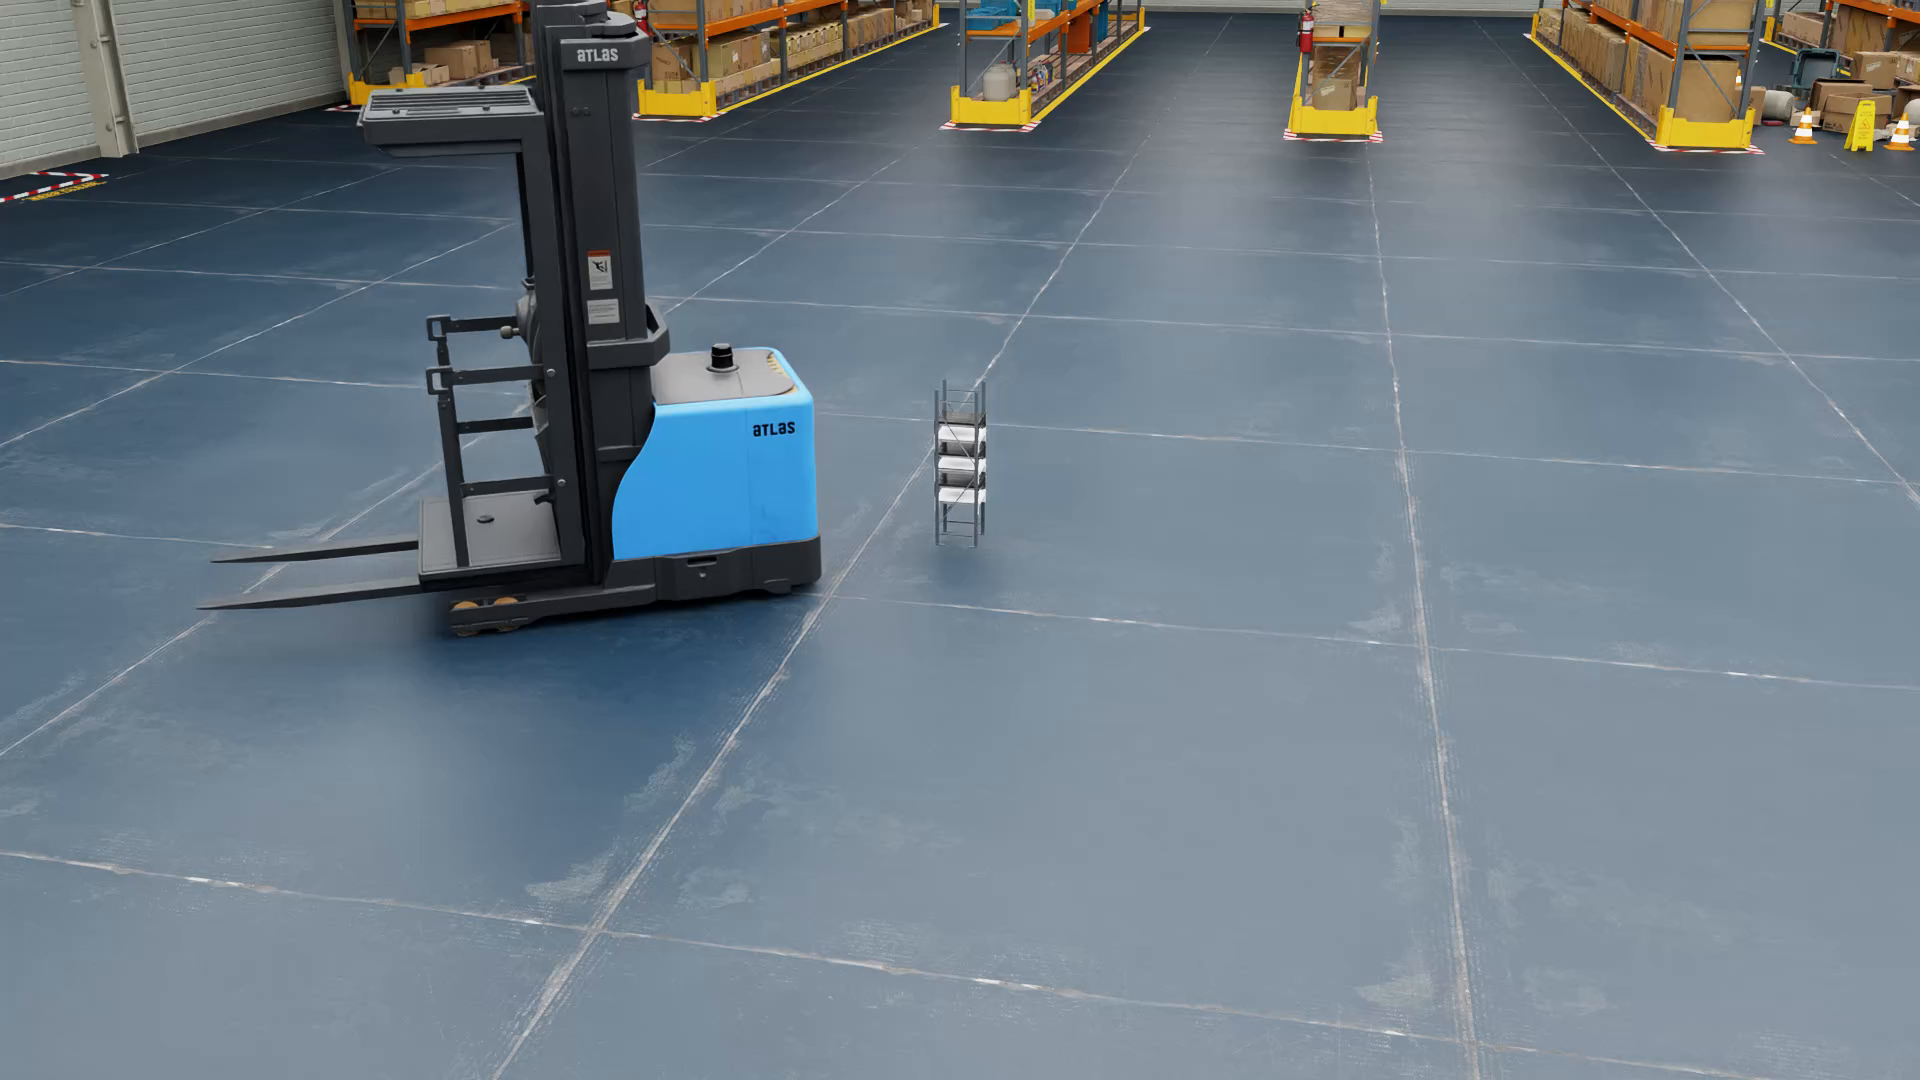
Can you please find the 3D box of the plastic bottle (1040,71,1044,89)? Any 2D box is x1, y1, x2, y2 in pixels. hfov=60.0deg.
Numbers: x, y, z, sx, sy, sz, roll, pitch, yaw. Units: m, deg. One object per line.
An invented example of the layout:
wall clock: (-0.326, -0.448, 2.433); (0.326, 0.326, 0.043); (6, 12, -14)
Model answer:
plastic bottle: (1.300, -7.426, 26.840); (0.097, 0.271, 0.097); (0, 22, 0)

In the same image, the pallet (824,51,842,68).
pallet: (-2.929, -9.325, 32.225); (1.003, 0.211, 1.213); (4, 22, 11)

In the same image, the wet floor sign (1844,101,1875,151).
wet floor sign: (12.110, -5.566, 22.309); (0.267, 0.644, 0.232); (1, 22, 2)

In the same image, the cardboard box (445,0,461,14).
cardboard box: (-8.593, -8.838, 27.457); (0.500, 0.250, 0.500); (4, 22, 10)

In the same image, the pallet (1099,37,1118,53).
pallet: (2.744, -10.428, 34.964); (1.003, 0.211, 1.213); (4, 22, 11)

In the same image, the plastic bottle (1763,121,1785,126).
plastic bottle: (12.019, -6.152, 24.547); (0.283, 0.061, 0.133); (-3, 22, -8)

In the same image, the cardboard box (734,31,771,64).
cardboard box: (-3.533, -8.353, 28.193); (0.500, 0.500, 0.500); (4, 22, 11)

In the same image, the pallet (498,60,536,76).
pallet: (-8.232, -8.821, 30.974); (1.003, 0.211, 1.213); (4, 22, 11)

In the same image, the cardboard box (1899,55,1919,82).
cardboard box: (16.408, -7.904, 27.920); (0.950, 0.372, 0.625); (4, 22, 10)

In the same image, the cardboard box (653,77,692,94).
cardboard box: (-4.535, -7.129, 26.158); (0.500, 0.250, 0.500); (4, 22, 11)

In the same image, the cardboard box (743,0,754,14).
cardboard box: (-3.831, -8.961, 27.454); (0.700, 0.500, 0.500); (5, 22, 12)

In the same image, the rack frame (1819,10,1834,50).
rack frame: (17.492, -10.868, 32.322); (1.000, 3.000, 0.127); (4, 22, 11)

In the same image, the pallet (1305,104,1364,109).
pallet: (5.558, -6.263, 24.622); (1.003, 0.211, 1.213); (4, 22, 11)

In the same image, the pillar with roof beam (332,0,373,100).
pillar with roof beam: (-5.695, -11.144, 24.978); (9.100, 9.000, 0.400); (4, 22, 11)

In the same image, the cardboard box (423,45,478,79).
cardboard box: (-8.661, -8.131, 28.284); (0.700, 0.500, 0.500); (3, 22, 8)

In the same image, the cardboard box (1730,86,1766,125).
cardboard box: (11.681, -6.478, 24.766); (0.500, 0.500, 0.500); (8, 23, 20)

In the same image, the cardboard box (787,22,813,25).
cardboard box: (-3.117, -9.927, 32.355); (0.500, 0.311, 0.500); (5, 23, 13)

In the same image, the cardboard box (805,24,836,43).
cardboard box: (-2.688, -9.695, 31.779); (0.500, 0.311, 0.500); (4, 22, 10)

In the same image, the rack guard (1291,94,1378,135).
rack guard: (5.358, -6.103, 23.837); (1.175, 0.500, 0.348); (4, 22, 11)

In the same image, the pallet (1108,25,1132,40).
pallet: (3.301, -11.427, 37.443); (1.003, 0.211, 1.213); (4, 22, 11)

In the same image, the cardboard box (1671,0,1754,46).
cardboard box: (10.209, -7.028, 22.588); (0.875, 0.550, 0.550); (4, 22, 11)

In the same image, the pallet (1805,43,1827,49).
pallet: (17.724, -9.846, 33.519); (1.003, 0.211, 1.213); (4, 22, 11)

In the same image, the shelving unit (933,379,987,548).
shelving unit: (0.002, -0.420, 9.193); (0.258, 0.900, 0.210); (4, 22, 11)

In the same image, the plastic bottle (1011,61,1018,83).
plastic bottle: (0.880, -7.776, 27.602); (0.144, 0.351, 0.185); (4, 22, 11)

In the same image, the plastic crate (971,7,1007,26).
plastic crate: (0.441, -7.986, 25.366); (0.499, 0.251, 0.408); (4, 22, 11)

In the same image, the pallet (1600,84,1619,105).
pallet: (11.077, -7.277, 27.139); (1.003, 0.211, 1.213); (4, 22, 11)

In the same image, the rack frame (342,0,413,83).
rack frame: (-9.205, -8.367, 26.114); (1.000, 3.000, 0.127); (4, 22, 11)

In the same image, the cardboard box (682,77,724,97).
cardboard box: (-4.028, -7.089, 26.060); (0.500, 0.250, 0.500); (4, 22, 11)

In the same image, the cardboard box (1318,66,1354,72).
cardboard box: (5.721, -6.945, 25.368); (0.500, 0.500, 0.500); (7, 23, 16)

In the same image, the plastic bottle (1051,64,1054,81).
plastic bottle: (1.534, -7.818, 27.797); (0.061, 0.283, 0.133); (6, 23, 14)

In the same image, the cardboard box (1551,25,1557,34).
cardboard box: (12.459, -10.557, 34.407); (0.380, 0.149, 0.250); (4, 22, 9)

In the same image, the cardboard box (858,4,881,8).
cardboard box: (-2.068, -11.654, 37.032); (0.500, 0.500, 0.500); (4, 22, 11)

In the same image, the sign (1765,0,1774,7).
sign: (10.719, -7.213, 21.984); (0.100, 0.325, 0.005); (4, 22, 11)

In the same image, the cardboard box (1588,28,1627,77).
cardboard box: (11.422, -8.360, 28.547); (1.050, 0.750, 0.750); (5, 22, 12)

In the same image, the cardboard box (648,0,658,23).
cardboard box: (-6.940, -11.380, 35.911); (0.750, 0.750, 0.750); (5, 23, 13)

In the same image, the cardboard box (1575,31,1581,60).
cardboard box: (11.798, -9.231, 31.042); (0.500, 0.500, 0.500); (5, 23, 13)

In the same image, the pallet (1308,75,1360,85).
pallet: (6.316, -7.689, 28.162); (1.003, 0.211, 1.213); (4, 22, 11)

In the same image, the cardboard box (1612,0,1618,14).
cardboard box: (11.044, -8.909, 27.326); (0.500, 0.500, 0.500); (5, 22, 11)

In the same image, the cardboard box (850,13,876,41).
cardboard box: (-2.040, -10.672, 34.594); (0.500, 0.500, 0.500); (4, 22, 9)

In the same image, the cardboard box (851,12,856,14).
cardboard box: (-2.451, -10.888, 35.129); (0.500, 0.500, 0.500); (5, 22, 12)

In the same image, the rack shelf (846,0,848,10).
rack shelf: (-2.314, -11.314, 34.395); (1.077, 0.370, 4.000); (4, 22, 11)

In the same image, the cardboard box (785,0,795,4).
cardboard box: (-3.158, -9.646, 29.625); (0.380, 0.149, 0.250); (4, 22, 11)

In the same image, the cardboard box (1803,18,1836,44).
cardboard box: (17.908, -10.423, 34.085); (0.875, 0.438, 0.875); (4, 22, 9)

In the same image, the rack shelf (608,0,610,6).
rack shelf: (-7.165, -11.691, 35.329); (1.077, 0.370, 4.000); (4, 22, 11)

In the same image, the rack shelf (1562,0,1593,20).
rack shelf: (12.218, -10.143, 31.486); (1.077, 0.370, 4.000); (4, 22, 11)

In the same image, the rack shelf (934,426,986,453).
rack shelf: (0.002, -0.556, 9.138); (0.258, 0.077, 0.200); (4, 22, 11)

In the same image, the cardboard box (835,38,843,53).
cardboard box: (-2.591, -9.625, 32.356); (0.500, 0.250, 0.500); (5, 22, 12)

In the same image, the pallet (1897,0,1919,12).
pallet: (16.635, -9.047, 28.059); (1.213, 0.211, 1.003); (4, 22, 11)

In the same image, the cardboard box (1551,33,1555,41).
cardboard box: (12.498, -10.440, 34.515); (0.380, 0.149, 0.250); (4, 22, 9)

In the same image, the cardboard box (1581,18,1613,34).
cardboard box: (11.692, -9.398, 30.454); (0.500, 0.250, 0.500); (4, 22, 10)

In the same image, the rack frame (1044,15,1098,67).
rack frame: (2.126, -10.538, 31.503); (1.000, 3.000, 0.127); (4, 22, 11)

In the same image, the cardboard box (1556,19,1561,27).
cardboard box: (12.457, -10.603, 34.122); (0.380, 0.149, 0.250); (5, 22, 12)

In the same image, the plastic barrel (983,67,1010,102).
plastic barrel: (0.553, -6.899, 25.237); (0.421, 0.512, 0.421); (0, 22, 0)

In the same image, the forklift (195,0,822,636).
forklift: (-2.299, -1.106, 8.177); (3.031, 2.935, 1.130); (-6, 23, -15)
